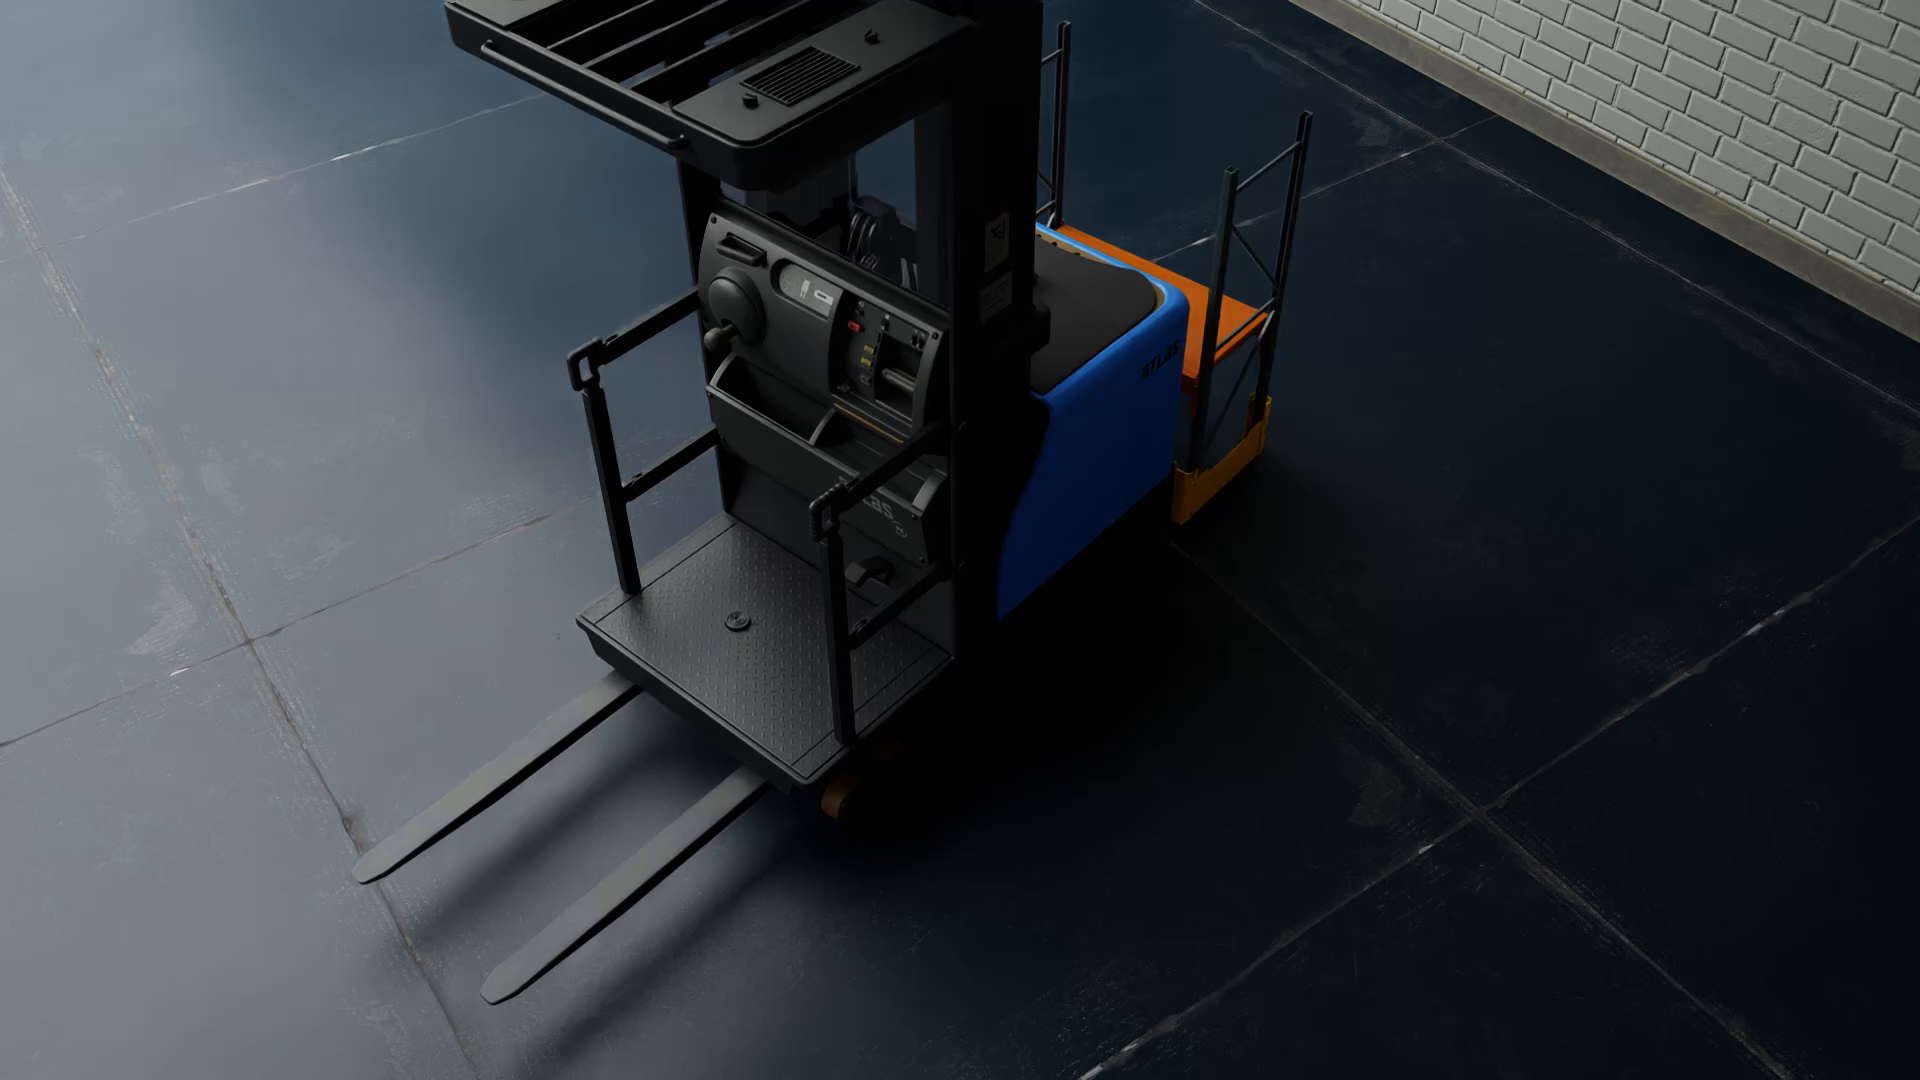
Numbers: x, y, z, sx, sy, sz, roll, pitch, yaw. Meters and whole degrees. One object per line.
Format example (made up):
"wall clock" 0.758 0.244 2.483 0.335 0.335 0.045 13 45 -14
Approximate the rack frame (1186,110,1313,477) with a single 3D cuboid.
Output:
"rack frame" 1.015 -0.764 5.964 0.032 1.500 0.500 30 51 28

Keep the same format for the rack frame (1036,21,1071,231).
"rack frame" 0.234 -1.213 6.435 0.032 1.500 0.500 30 51 28

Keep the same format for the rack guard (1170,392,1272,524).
"rack guard" 1.000 -0.321 6.405 0.087 0.250 0.587 30 51 28

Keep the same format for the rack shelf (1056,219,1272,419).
"rack shelf" 0.625 -0.859 6.324 1.000 0.185 0.538 30 51 28

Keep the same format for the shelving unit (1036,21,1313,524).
"shelving unit" 0.618 -0.993 6.204 1.083 1.500 0.587 30 51 28

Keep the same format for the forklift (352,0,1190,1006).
"forklift" -0.555 -0.558 4.712 1.130 2.935 3.031 31 52 28
